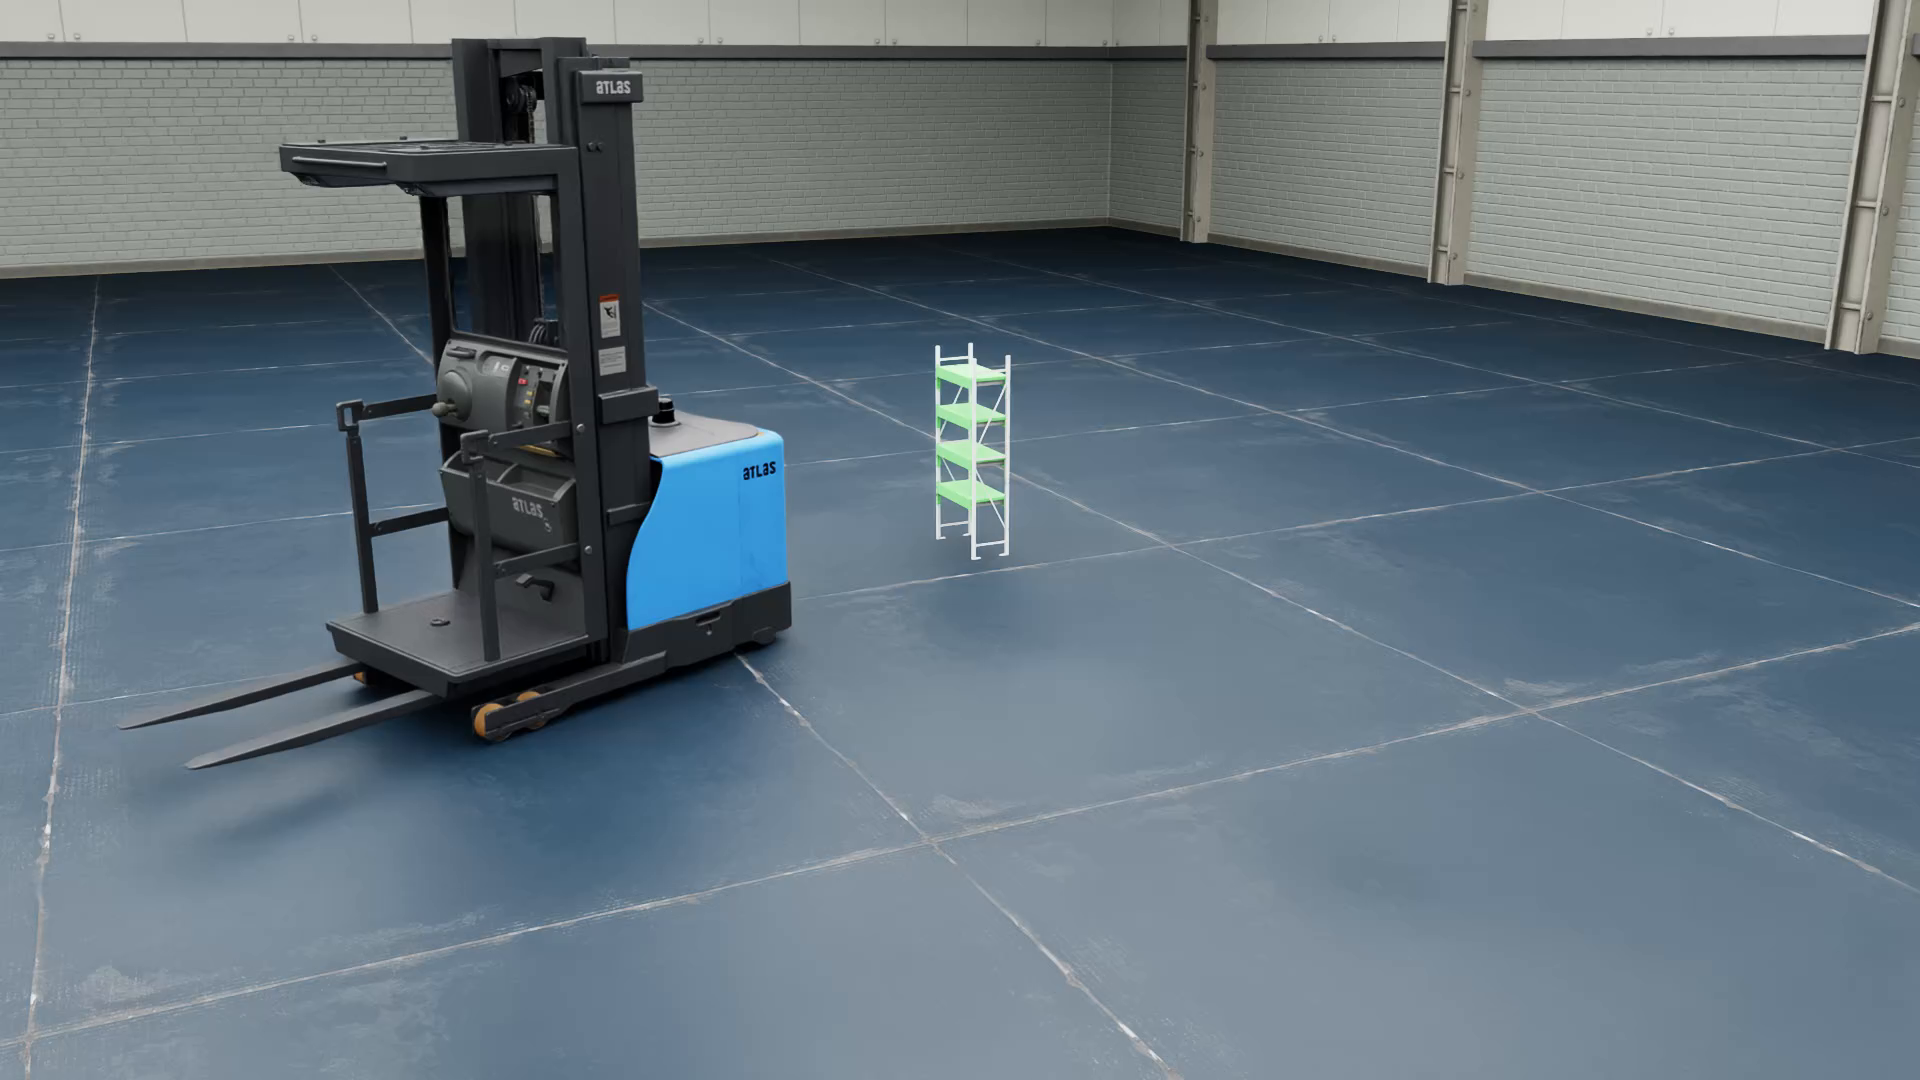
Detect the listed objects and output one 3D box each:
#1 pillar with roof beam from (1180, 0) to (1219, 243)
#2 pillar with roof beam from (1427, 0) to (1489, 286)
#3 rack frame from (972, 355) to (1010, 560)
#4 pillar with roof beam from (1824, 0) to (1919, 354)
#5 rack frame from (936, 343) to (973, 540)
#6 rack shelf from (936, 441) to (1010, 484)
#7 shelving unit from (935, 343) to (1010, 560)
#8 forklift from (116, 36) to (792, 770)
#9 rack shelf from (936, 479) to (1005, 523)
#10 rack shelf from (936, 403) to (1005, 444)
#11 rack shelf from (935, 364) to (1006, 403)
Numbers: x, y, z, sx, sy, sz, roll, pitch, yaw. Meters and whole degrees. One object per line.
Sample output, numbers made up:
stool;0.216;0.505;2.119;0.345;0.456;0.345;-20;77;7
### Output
pillar with roof beam;-0.010;-8.721;24.326;9.100;9.000;0.400;-8;18;-25
pillar with roof beam;2.618;-7.233;19.141;9.100;9.000;0.400;-8;18;-25
rack frame;0.179;-0.475;9.731;0.240;1.200;0.015;-8;18;-25
pillar with roof beam;5.247;-5.745;13.957;9.100;9.000;0.400;-8;18;-25
rack frame;-0.034;-0.596;10.153;0.240;1.200;0.015;-8;18;-25
rack shelf;0.073;-0.474;9.960;0.258;0.148;0.480;-8;18;-25
shelving unit;0.073;-0.536;9.942;0.258;1.200;0.503;-8;18;-25
forklift;-2.206;-0.690;7.342;1.130;2.935;3.031;14;21;39
rack shelf;0.073;-0.244;10.026;0.258;0.148;0.480;-8;18;-25
rack shelf;0.073;-0.705;9.894;0.258;0.148;0.480;-8;18;-25
rack shelf;0.072;-0.936;9.827;0.258;0.148;0.480;-8;18;-25
